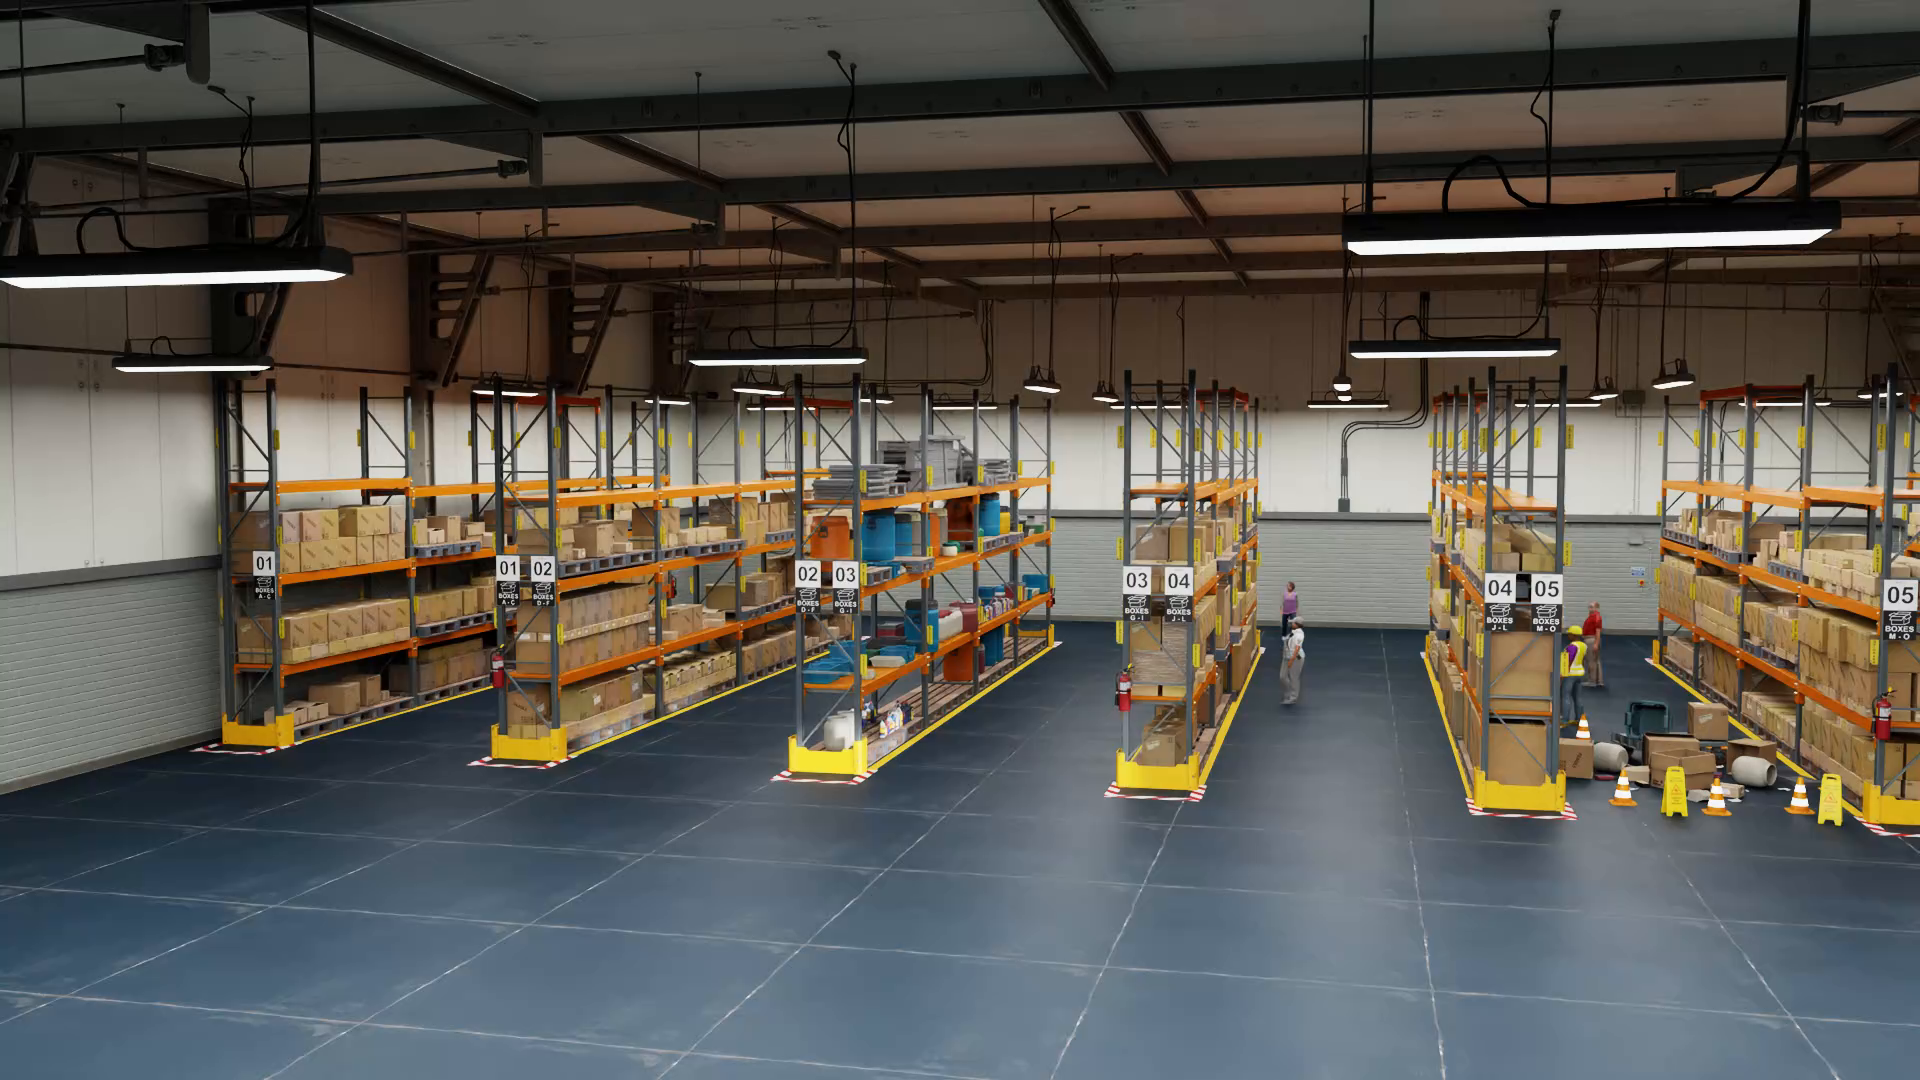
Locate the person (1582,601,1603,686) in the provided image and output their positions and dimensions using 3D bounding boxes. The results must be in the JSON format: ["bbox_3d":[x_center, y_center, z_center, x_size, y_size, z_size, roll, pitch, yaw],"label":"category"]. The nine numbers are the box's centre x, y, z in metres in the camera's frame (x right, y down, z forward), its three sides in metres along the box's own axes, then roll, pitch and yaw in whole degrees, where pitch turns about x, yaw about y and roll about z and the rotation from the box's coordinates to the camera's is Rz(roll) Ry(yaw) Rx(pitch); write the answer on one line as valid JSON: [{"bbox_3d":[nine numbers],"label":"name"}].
[{"bbox_3d":[12.900,2.113,33.874,0.422,1.729,0.587,2,4,34],"label":"person"}]

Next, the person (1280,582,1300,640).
[{"bbox_3d":[8.049,1.778,40.621,0.493,1.542,0.847,0,3,4],"label":"person"}]

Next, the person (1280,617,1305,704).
[{"bbox_3d":[6.331,2.315,31.652,0.450,1.723,0.505,-1,4,-22],"label":"person"}]

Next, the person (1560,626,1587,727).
[{"bbox_3d":[10.708,2.380,29.095,0.637,1.768,0.417,-2,4,-30],"label":"person"}]
